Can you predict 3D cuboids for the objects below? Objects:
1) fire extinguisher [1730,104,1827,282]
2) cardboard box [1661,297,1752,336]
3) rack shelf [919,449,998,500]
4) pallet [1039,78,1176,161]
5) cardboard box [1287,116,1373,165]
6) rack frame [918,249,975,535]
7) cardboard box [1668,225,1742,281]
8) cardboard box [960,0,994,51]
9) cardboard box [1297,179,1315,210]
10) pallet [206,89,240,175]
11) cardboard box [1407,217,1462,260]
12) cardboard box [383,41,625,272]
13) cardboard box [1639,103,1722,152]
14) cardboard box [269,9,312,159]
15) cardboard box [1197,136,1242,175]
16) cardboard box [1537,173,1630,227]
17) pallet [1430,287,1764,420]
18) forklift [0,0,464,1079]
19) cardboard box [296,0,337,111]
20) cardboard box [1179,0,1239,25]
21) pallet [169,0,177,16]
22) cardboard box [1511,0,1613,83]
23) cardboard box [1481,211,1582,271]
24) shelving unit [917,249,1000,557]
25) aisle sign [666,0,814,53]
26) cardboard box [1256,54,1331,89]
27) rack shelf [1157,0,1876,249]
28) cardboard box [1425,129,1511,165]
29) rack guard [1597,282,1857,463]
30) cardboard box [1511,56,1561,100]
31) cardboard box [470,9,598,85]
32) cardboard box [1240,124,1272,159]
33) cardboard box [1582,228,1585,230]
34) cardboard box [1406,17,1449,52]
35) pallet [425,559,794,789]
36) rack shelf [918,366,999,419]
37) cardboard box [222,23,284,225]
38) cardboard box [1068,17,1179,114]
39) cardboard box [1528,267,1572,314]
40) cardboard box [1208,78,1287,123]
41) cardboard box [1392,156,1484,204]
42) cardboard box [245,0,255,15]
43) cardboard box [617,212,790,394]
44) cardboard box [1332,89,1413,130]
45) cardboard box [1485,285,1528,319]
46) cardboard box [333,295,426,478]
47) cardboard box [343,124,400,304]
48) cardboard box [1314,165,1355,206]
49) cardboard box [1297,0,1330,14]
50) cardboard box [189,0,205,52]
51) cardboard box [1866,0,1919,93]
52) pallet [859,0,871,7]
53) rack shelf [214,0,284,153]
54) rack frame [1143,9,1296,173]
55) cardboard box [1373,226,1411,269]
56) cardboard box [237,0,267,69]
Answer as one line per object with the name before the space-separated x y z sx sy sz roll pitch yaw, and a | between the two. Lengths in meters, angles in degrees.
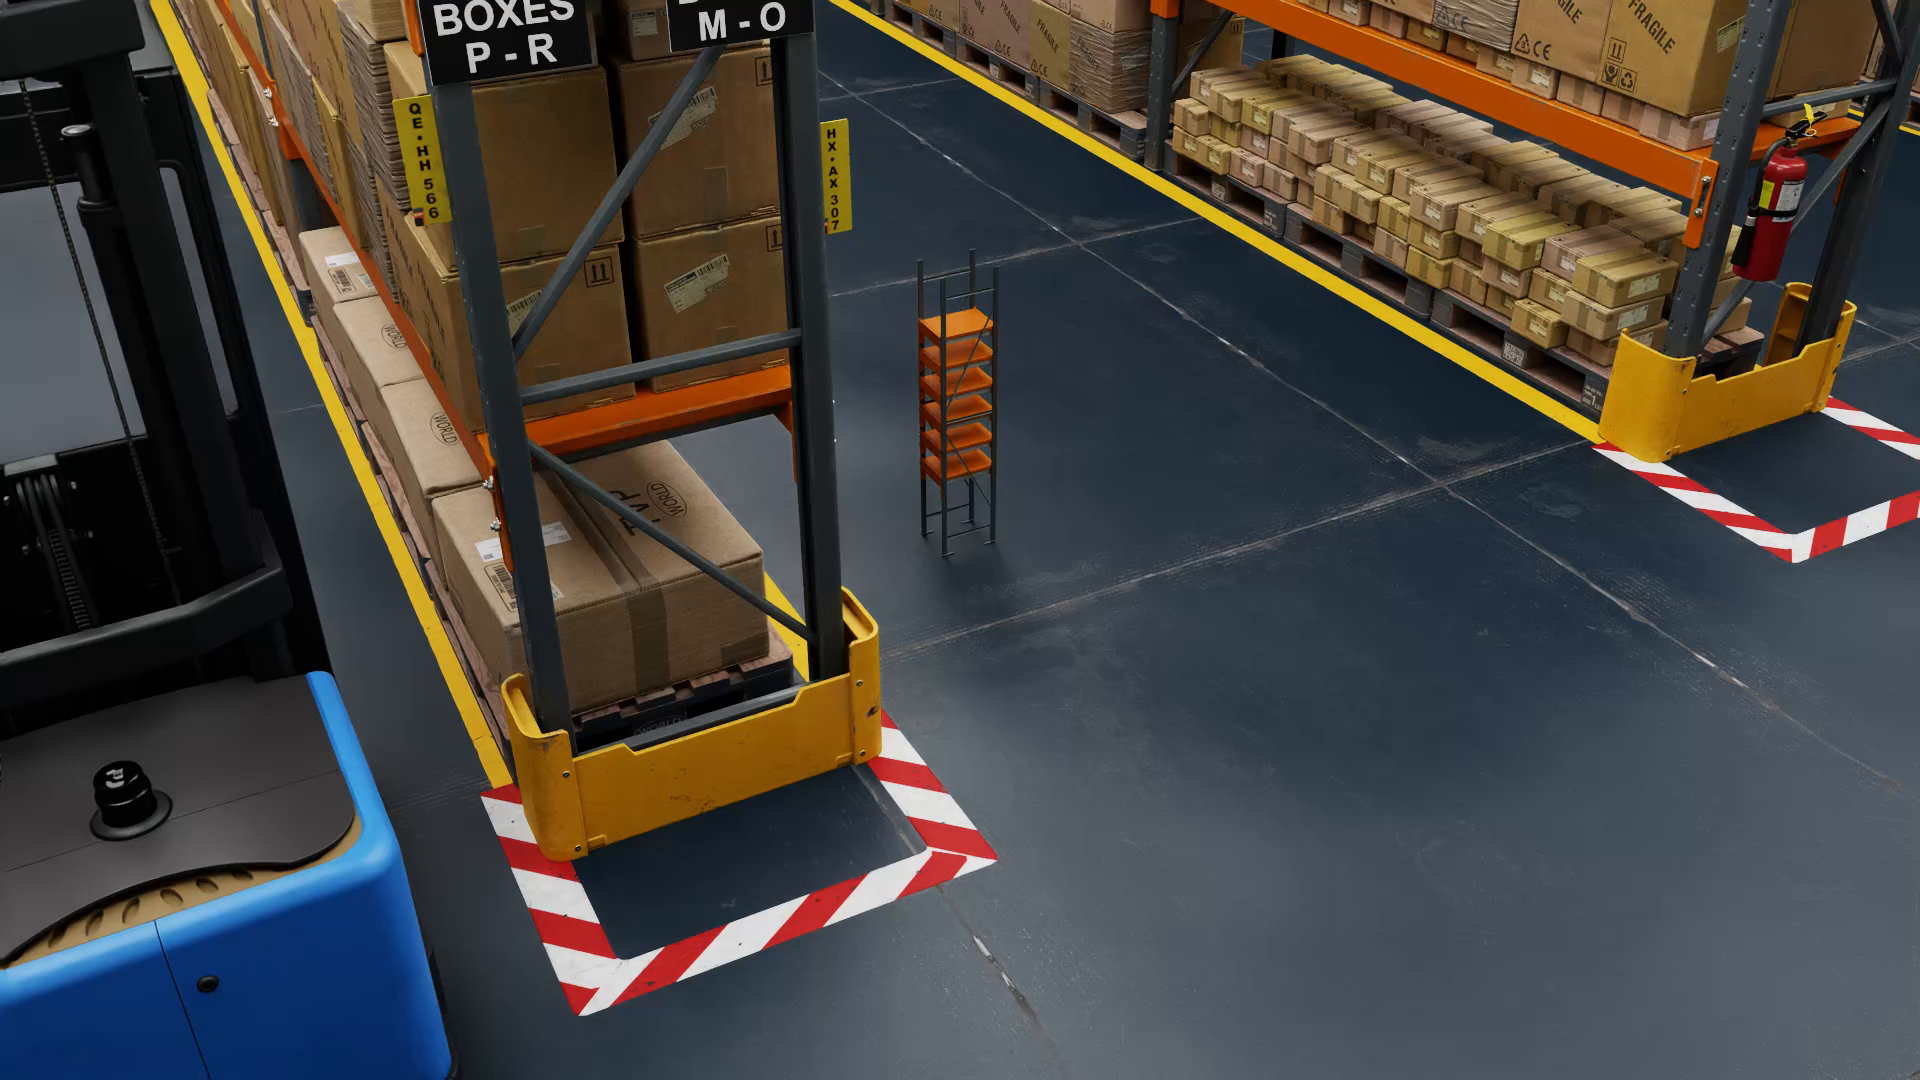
fire extinguisher | 3.192 -1.353 6.499 0.296 0.674 0.183 -16 36 -23
cardboard box | 3.521 -1.086 7.918 0.380 0.149 0.250 -15 36 -22
rack shelf | -0.007 -0.273 6.591 0.258 0.103 0.180 -16 36 -23
pallet | 1.253 -2.885 11.058 1.003 0.211 1.213 -16 36 -23
cardboard box | 2.020 -2.183 9.079 0.380 0.149 0.250 -15 36 -22
rack frame | -0.049 -0.556 6.505 0.240 1.200 0.006 -16 36 -23
cardboard box | 3.539 -1.342 7.765 0.380 0.149 0.250 -18 37 -25
cardboard box | 0.337 -3.837 11.886 0.500 0.500 0.500 -17 36 -24
cardboard box | 2.108 -1.949 9.265 0.380 0.149 0.250 -17 37 -25
pallet | -4.279 -2.734 10.822 1.003 0.211 1.213 -16 36 -23
cardboard box | 2.487 -1.552 8.370 0.380 0.149 0.250 -15 36 -22
cardboard box | -1.285 -1.119 4.697 0.500 0.500 0.500 -15 35 -22
cardboard box | 3.080 -1.758 6.946 0.380 0.149 0.250 -16 36 -23
cardboard box | -2.496 -1.906 6.852 0.500 0.500 0.500 -16 36 -23
cardboard box | 1.627 -2.283 9.786 0.380 0.149 0.250 -15 35 -22
cardboard box | 3.111 -1.693 8.314 0.380 0.149 0.250 -18 37 -25
pallet | 3.099 -1.038 8.174 1.003 0.211 1.213 -16 36 -23
forklift | -2.406 -0.210 4.360 1.130 2.935 3.031 -17 36 -24
cardboard box | -2.015 -1.839 5.820 0.500 0.500 0.500 -16 36 -23
cardboard box | 1.507 -3.547 10.739 0.500 0.250 0.500 -18 37 -25
pallet | -6.080 -4.667 13.840 1.003 0.211 1.213 -16 36 -23
cardboard box | 2.810 -2.343 7.259 0.500 0.500 0.500 -16 36 -24
cardboard box | 2.712 -1.421 7.889 0.380 0.149 0.250 -17 36 -24
shelving unit | -0.007 -0.512 6.437 0.258 1.200 0.189 -16 36 -23
aisle sign | -0.559 -1.619 4.087 0.394 0.787 0.004 -16 36 -23
cardboard box | 2.014 -2.811 10.059 0.380 0.149 0.250 -15 36 -22
rack shelf | 2.550 -2.431 8.430 1.077 0.370 4.000 -16 36 -23
cardboard box | 2.706 -2.061 8.888 0.380 0.149 0.250 -16 36 -23
rack guard | 3.447 -0.763 7.477 1.175 0.500 0.348 -16 36 -23
cardboard box | 2.728 -2.118 7.508 0.380 0.149 0.250 -15 36 -22
cardboard box | -1.194 -1.343 4.445 0.380 0.149 0.250 -15 36 -22
cardboard box | 1.846 -2.331 9.585 0.380 0.149 0.250 -16 36 -23
cardboard box | 3.195 -1.435 8.187 0.380 0.149 0.250 -15 36 -23
cardboard box | 2.419 -2.517 8.132 0.380 0.149 0.250 -15 36 -22
pallet | -1.292 0.326 6.045 1.003 0.211 1.213 -16 36 -23
rack shelf | -0.007 -0.576 6.396 0.258 0.103 0.180 -16 36 -23
cardboard box | -3.502 -2.382 9.268 0.875 0.875 0.875 -15 36 -22
cardboard box | 1.049 -3.102 10.740 0.500 0.500 0.500 -17 36 -24
cardboard box | 2.910 -1.199 7.819 0.380 0.149 0.250 -17 36 -24
cardboard box | 1.671 -2.552 9.655 0.380 0.149 0.250 -14 35 -21
cardboard box | 2.448 -1.828 8.525 0.380 0.149 0.250 -17 36 -25
cardboard box | -3.135 -2.691 7.846 0.500 0.250 0.500 -16 36 -23
cardboard box | -0.819 -0.829 5.171 0.500 0.500 0.500 -16 36 -23
cardboard box | 2.342 -2.438 9.477 0.380 0.149 0.250 -15 35 -22
cardboard box | 2.796 -1.199 8.095 0.380 0.149 0.250 -16 36 -23
cardboard box | -2.099 -0.739 7.109 0.875 0.438 0.875 -17 36 -24
cardboard box | -1.778 -1.178 5.715 0.500 0.500 0.500 -15 36 -22
cardboard box | 2.139 -1.928 8.956 0.380 0.149 0.250 -16 36 -23
cardboard box | 1.998 -2.878 8.695 0.380 0.149 0.250 -15 36 -22
cardboard box | -4.834 -3.646 11.707 0.950 0.372 0.625 -18 37 -26
cardboard box | 6.709 -3.405 10.865 0.875 0.875 0.875 -16 36 -23
pallet | -0.549 -4.818 14.075 1.003 0.211 1.213 -16 36 -23
rack shelf | -3.647 -3.046 9.391 1.077 0.370 4.000 -16 36 -23
rack frame | 1.617 -3.688 9.726 1.000 3.000 0.127 -16 36 -23
cardboard box | 2.385 -1.555 8.651 0.380 0.149 0.250 -15 36 -22
cardboard box | -3.147 -2.482 7.983 0.500 0.250 0.500 -17 36 -24
